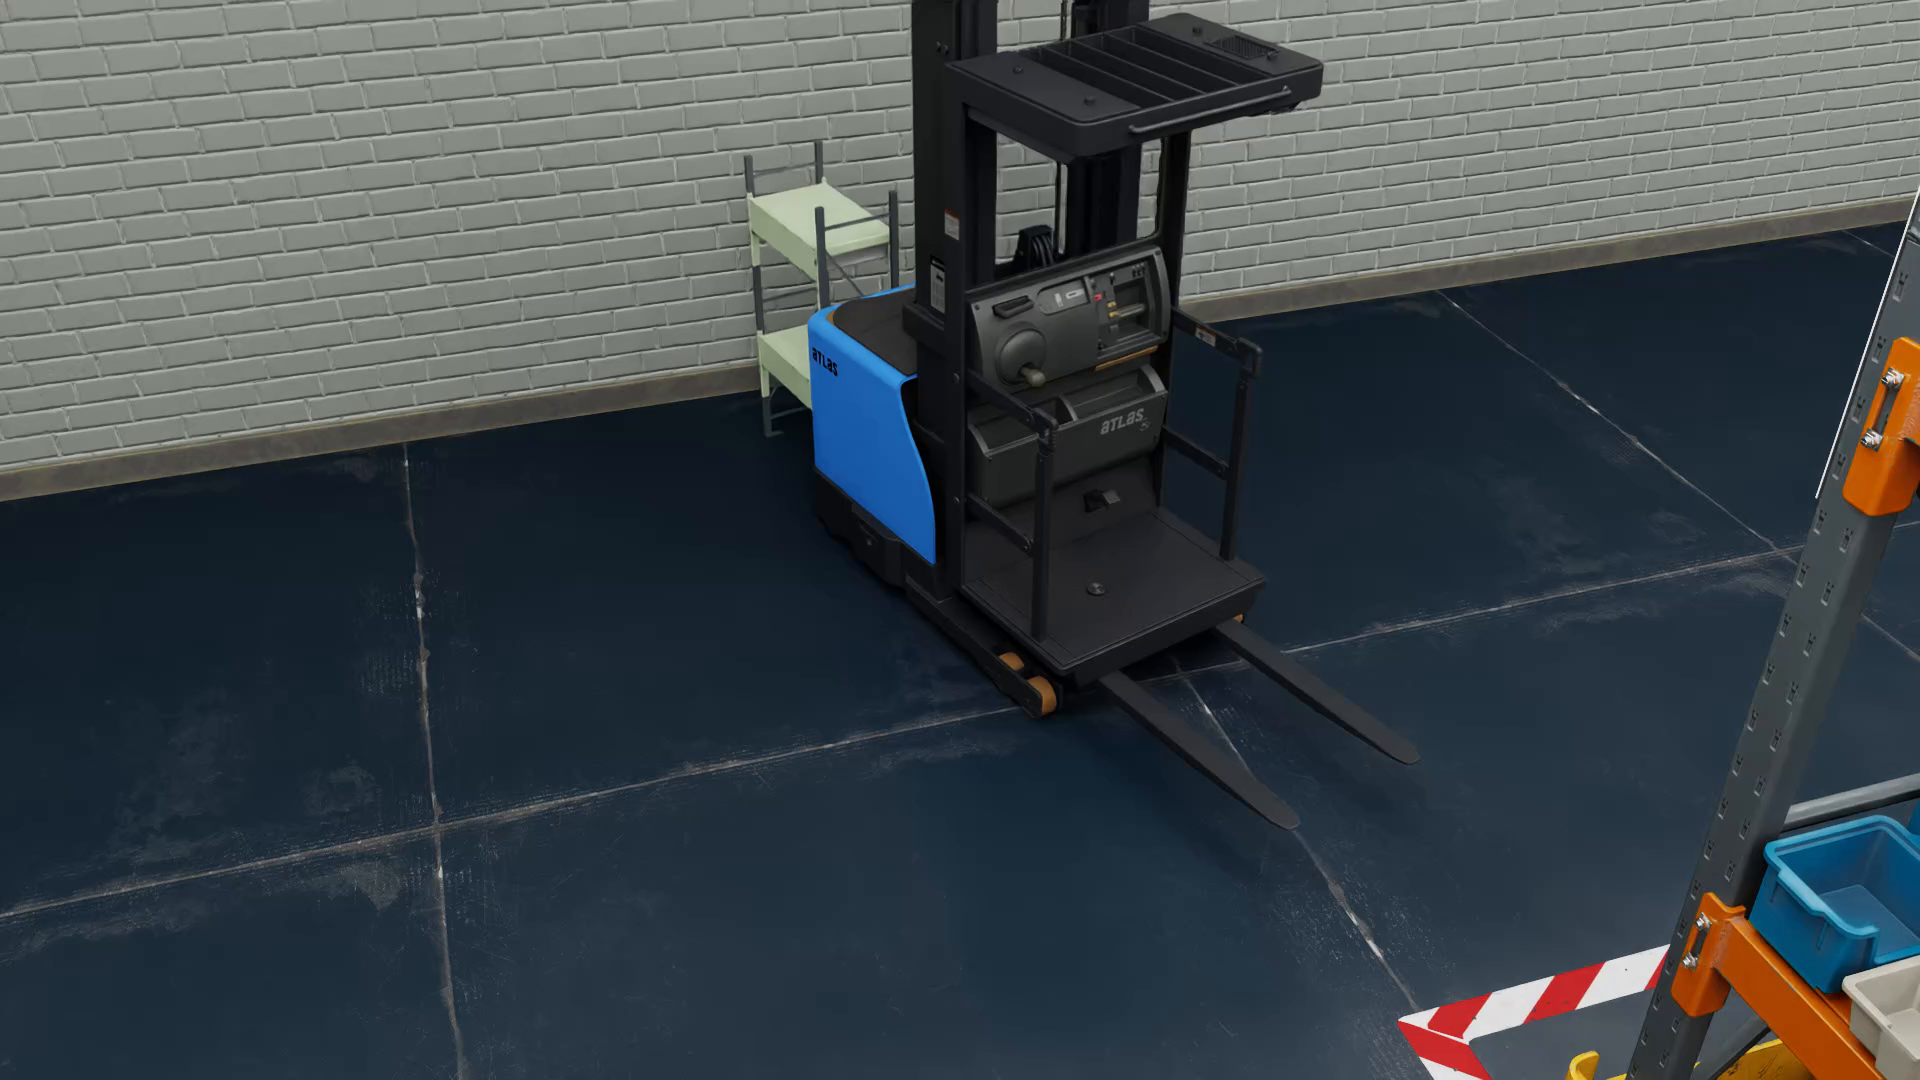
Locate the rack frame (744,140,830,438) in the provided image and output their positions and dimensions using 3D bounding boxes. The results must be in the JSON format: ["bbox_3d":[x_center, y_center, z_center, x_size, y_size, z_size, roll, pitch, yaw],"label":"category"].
[{"bbox_3d":[-0.831,-1.214,8.227,0.400,1.500,0.023,-18,38,-25],"label":"rack frame"}]

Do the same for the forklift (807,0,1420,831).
[{"bbox_3d":[0.562,-0.813,6.322,1.130,2.935,3.031,-21,39,-28],"label":"forklift"}]

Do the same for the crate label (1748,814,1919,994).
[{"bbox_3d":[2.067,0.852,3.838,0.416,0.233,0.303,-10,35,-15],"label":"crate label"}]

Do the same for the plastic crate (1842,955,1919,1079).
[{"bbox_3d":[2.086,1.074,3.589,0.250,0.136,0.298,-10,35,-15],"label":"plastic crate"}]

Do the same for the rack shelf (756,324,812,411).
[{"bbox_3d":[-0.642,-0.769,8.145,0.431,0.370,0.720,-18,38,-25],"label":"rack shelf"}]

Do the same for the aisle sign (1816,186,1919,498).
[{"bbox_3d":[2.000,-0.451,3.353,0.394,0.787,0.004,-10,35,-15],"label":"aisle sign"}]

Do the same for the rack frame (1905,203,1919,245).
[{"bbox_3d":[2.305,-1.881,2.434,1.000,3.000,0.127,-10,35,-15],"label":"rack frame"}]

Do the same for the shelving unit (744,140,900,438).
[{"bbox_3d":[-0.642,-1.041,7.965,0.431,1.500,0.755,-18,38,-25],"label":"shelving unit"}]

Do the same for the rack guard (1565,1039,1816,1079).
[{"bbox_3d":[2.285,1.654,4.793,1.175,0.500,0.348,-10,35,-15],"label":"rack guard"}]

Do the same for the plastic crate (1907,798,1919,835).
[{"bbox_3d":[2.585,0.726,3.843,0.616,0.435,0.499,-10,35,-15],"label":"plastic crate"}]

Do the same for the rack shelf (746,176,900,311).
[{"bbox_3d":[-0.642,-1.367,7.750,0.431,0.370,0.720,-18,38,-25],"label":"rack shelf"}]

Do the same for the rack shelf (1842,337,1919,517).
[{"bbox_3d":[2.915,0.720,1.871,1.077,0.370,4.000,-10,35,-15],"label":"rack shelf"}]

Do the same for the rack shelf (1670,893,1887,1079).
[{"bbox_3d":[2.915,1.972,2.698,1.077,0.370,4.000,-10,35,-15],"label":"rack shelf"}]

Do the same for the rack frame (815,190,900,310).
[{"bbox_3d":[-0.454,-0.868,7.703,0.400,1.500,0.023,-18,38,-25],"label":"rack frame"}]

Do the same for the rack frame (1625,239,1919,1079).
[{"bbox_3d":[2.305,0.622,4.088,1.000,3.000,0.127,-10,35,-15],"label":"rack frame"}]
